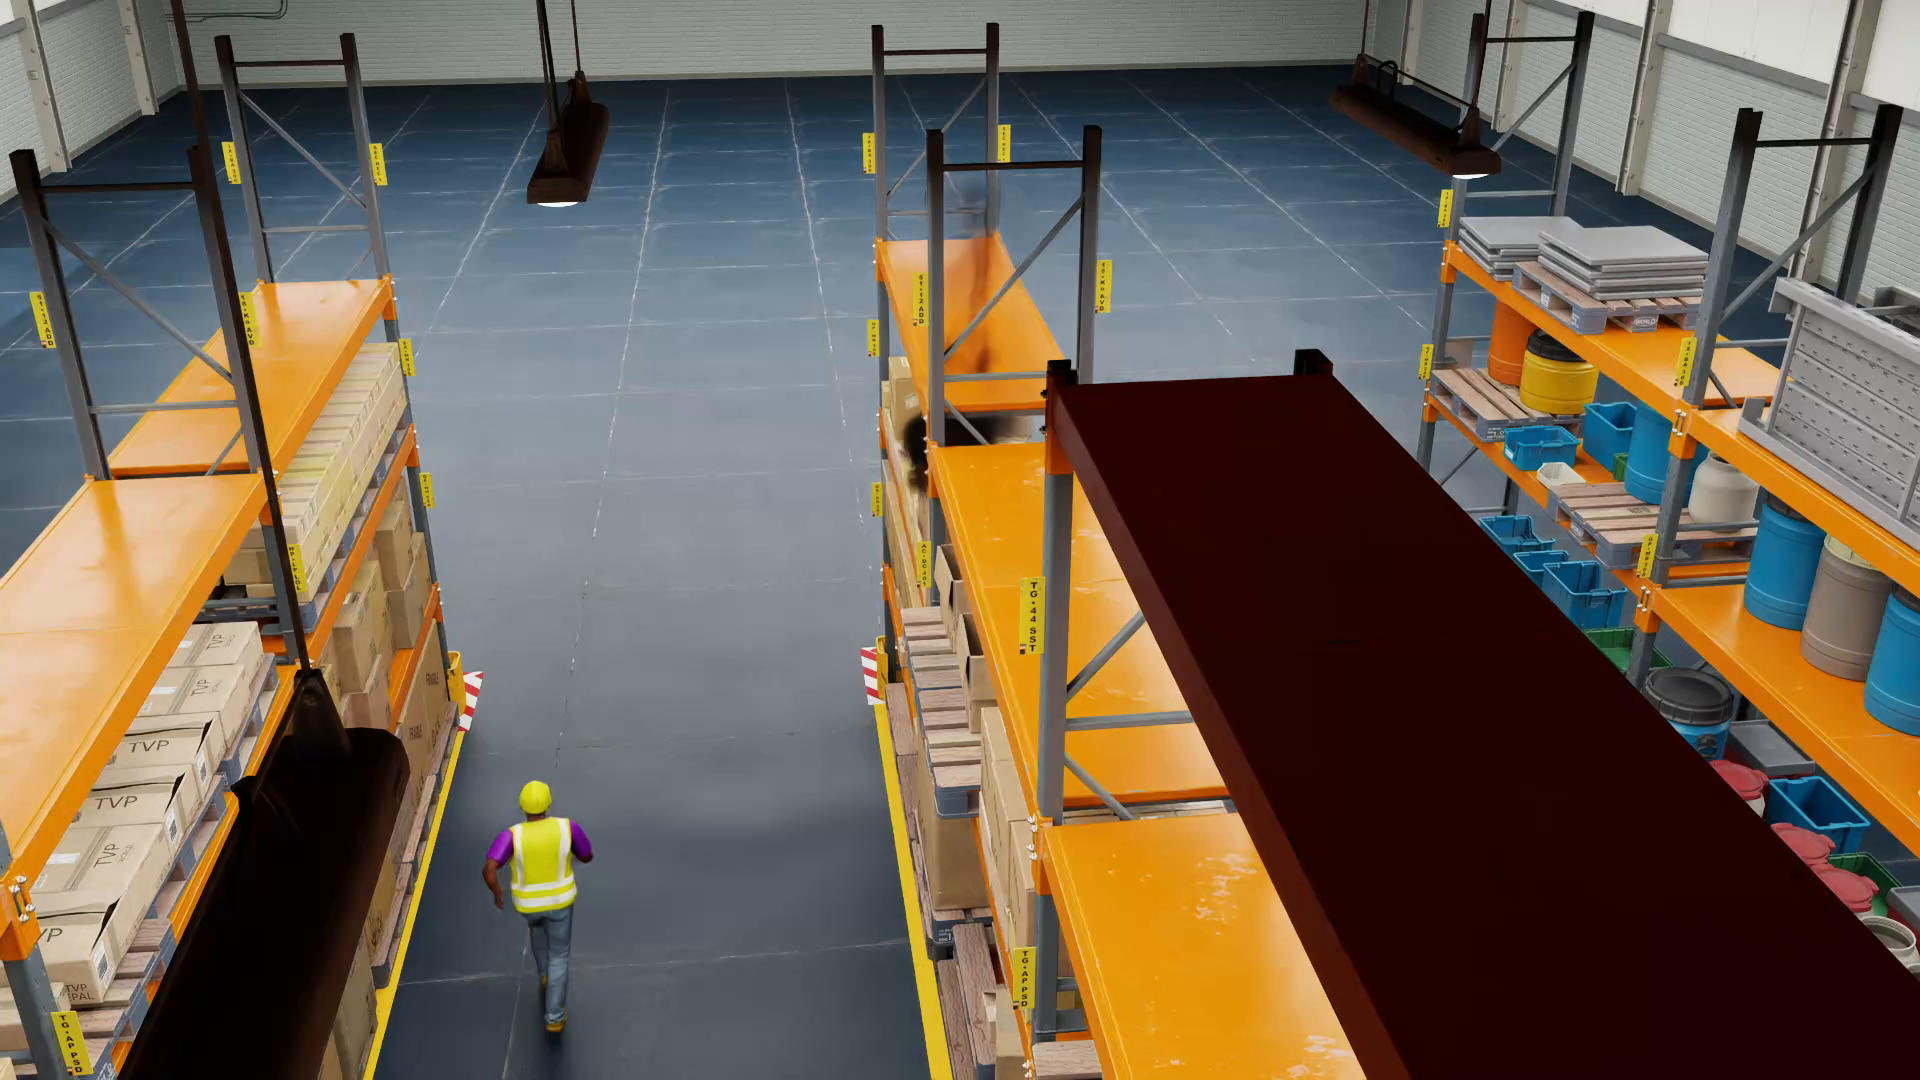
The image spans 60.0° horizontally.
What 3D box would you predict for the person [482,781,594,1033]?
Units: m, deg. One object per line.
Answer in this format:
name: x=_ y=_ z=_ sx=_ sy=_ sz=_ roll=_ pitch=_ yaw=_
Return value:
person: x=-2.806 y=2.497 z=11.268 sx=0.676 sy=1.827 sz=0.862 roll=-3 pitch=26 yaw=-7
